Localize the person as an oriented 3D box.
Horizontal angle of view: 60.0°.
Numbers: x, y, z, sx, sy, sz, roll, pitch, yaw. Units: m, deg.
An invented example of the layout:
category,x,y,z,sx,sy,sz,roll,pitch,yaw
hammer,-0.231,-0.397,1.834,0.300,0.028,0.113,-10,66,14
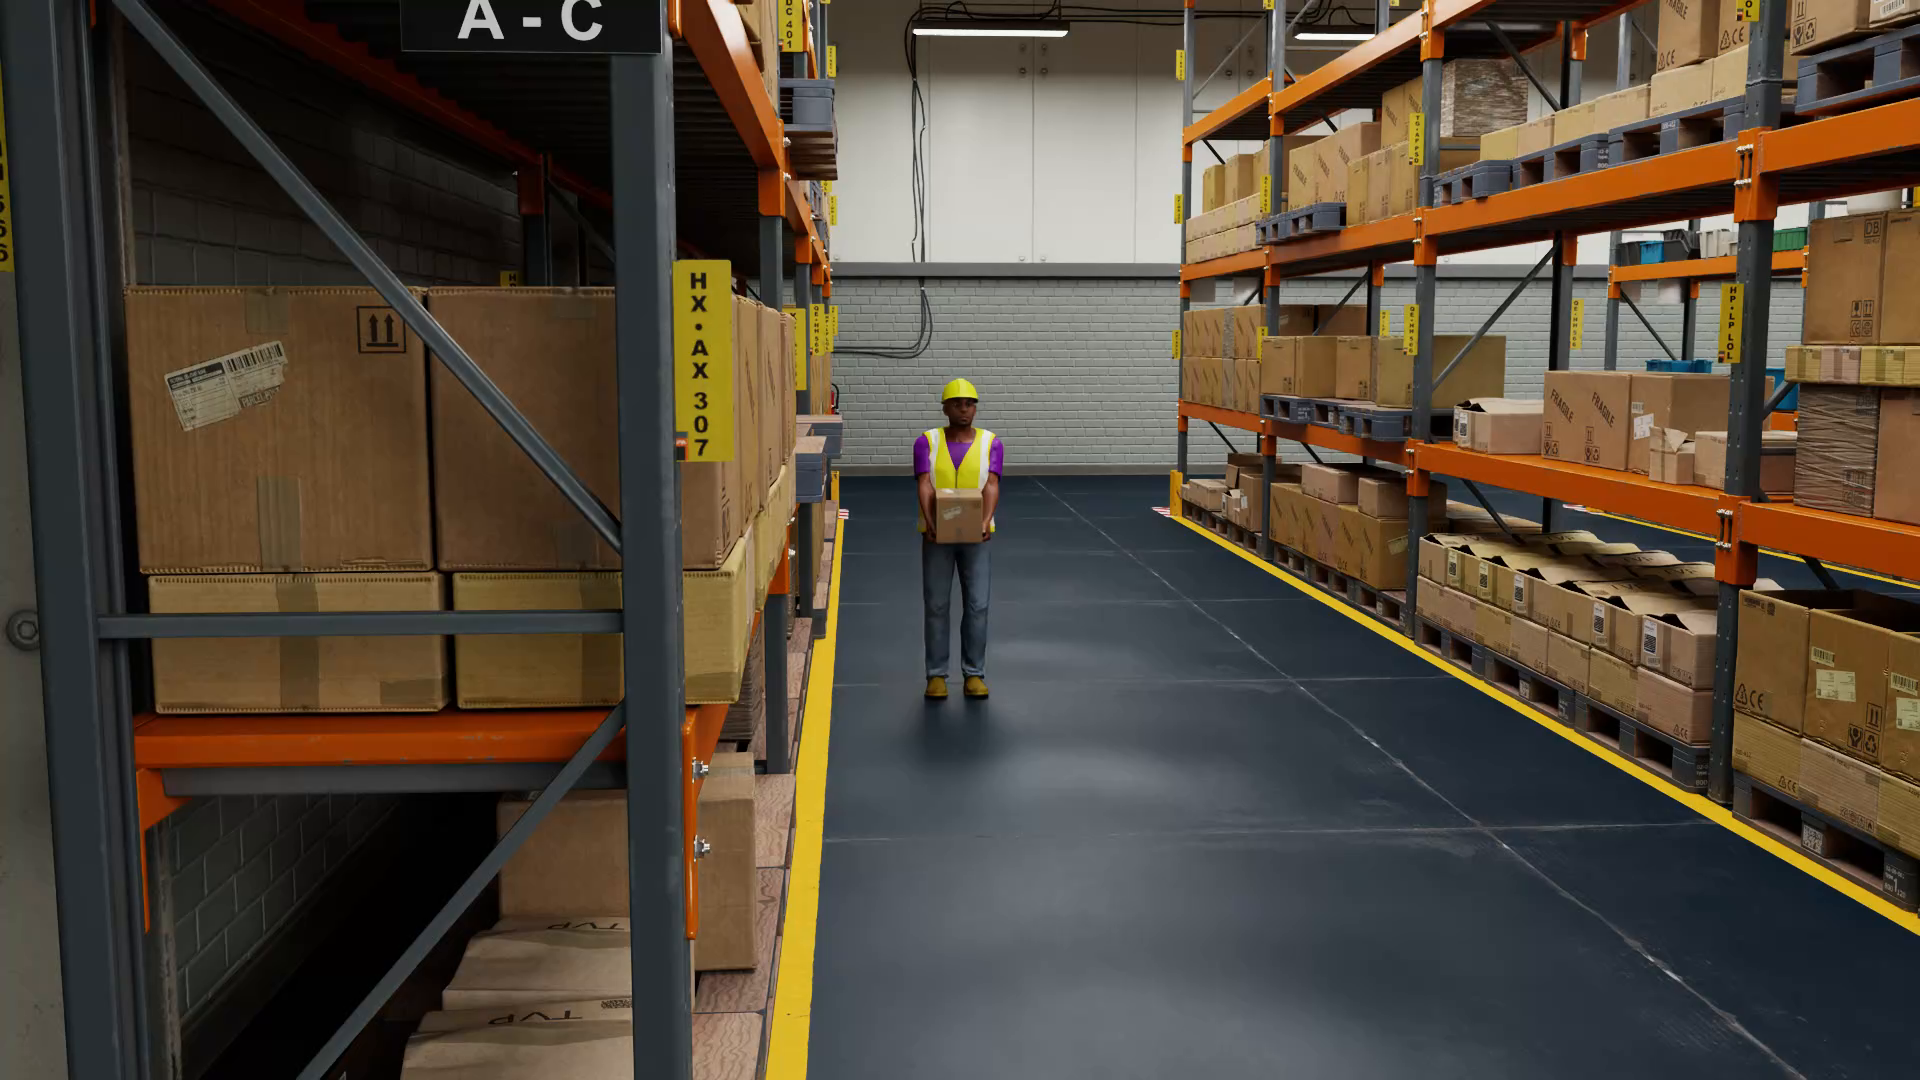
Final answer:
category,x,y,z,sx,sy,sz,roll,pitch,yaw
person,-0.002,-0.007,9.220,0.504,1.761,0.581,0,7,-3
